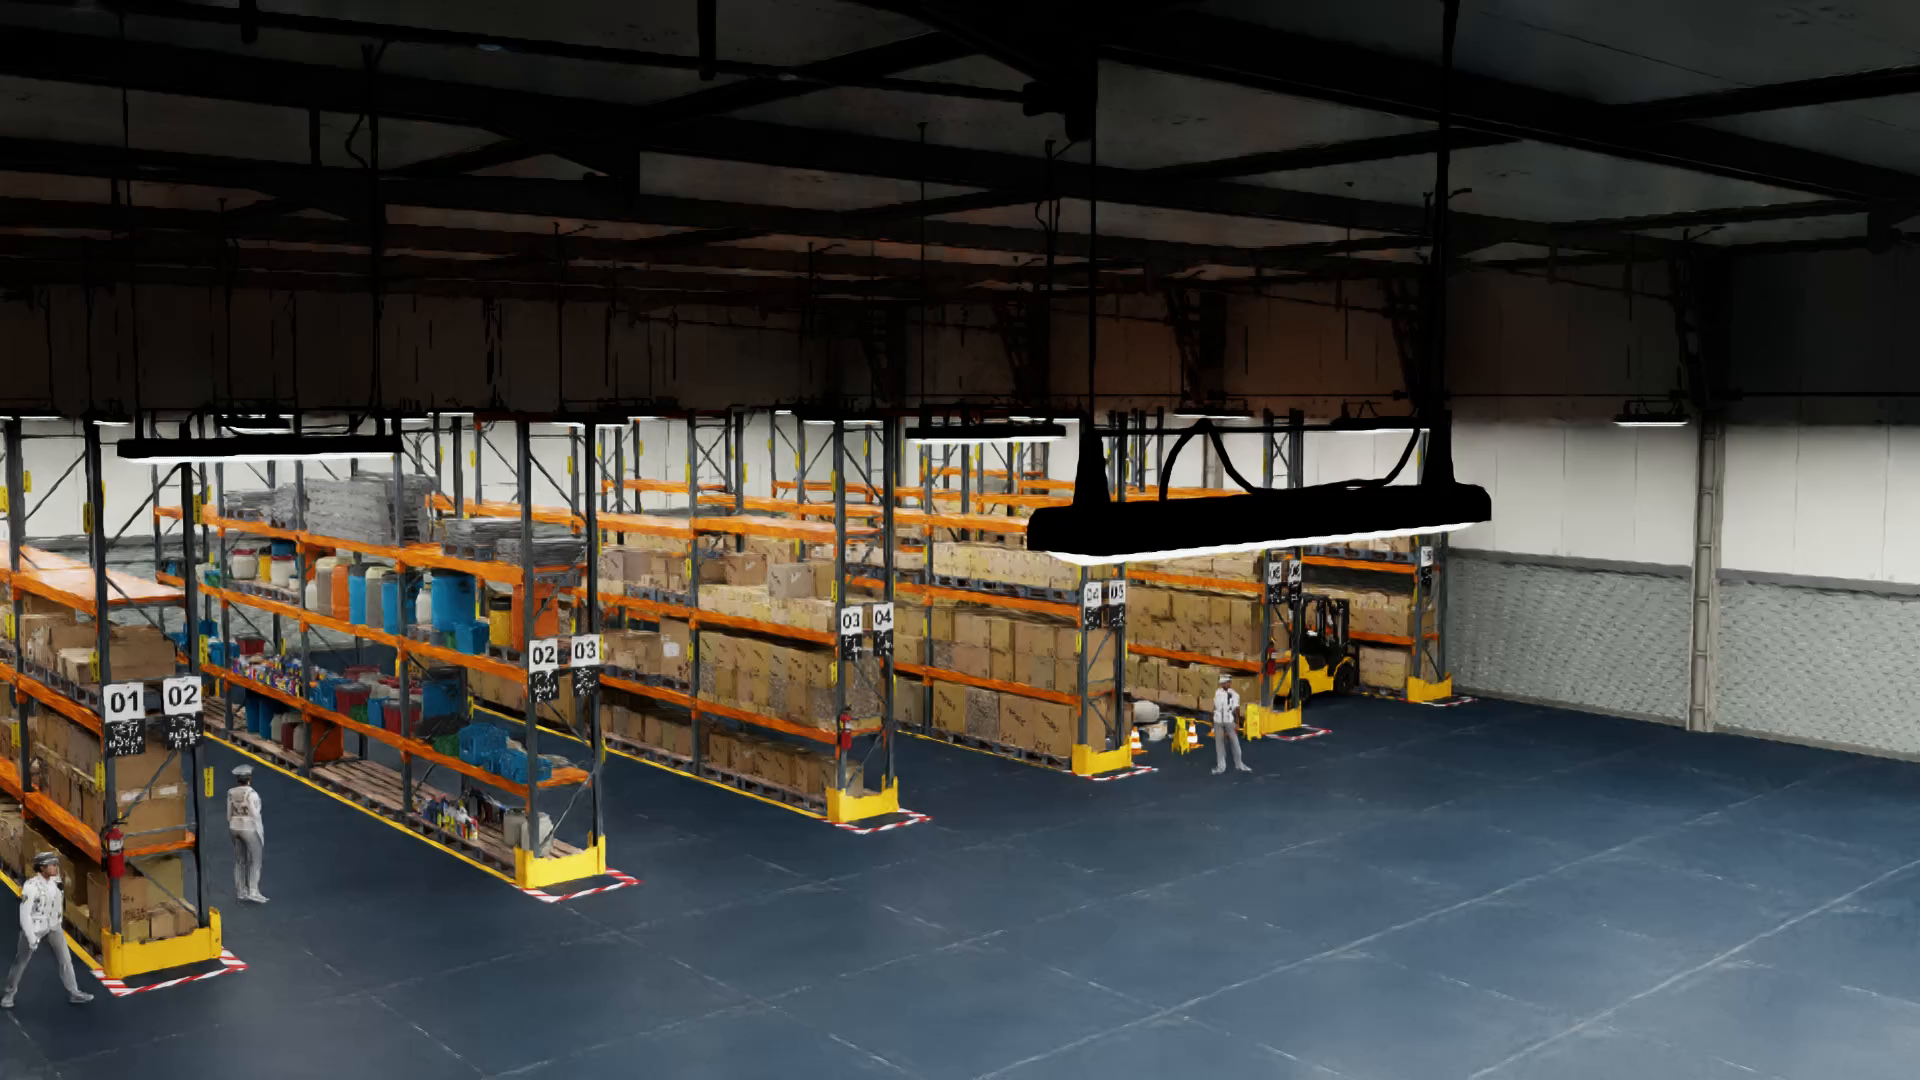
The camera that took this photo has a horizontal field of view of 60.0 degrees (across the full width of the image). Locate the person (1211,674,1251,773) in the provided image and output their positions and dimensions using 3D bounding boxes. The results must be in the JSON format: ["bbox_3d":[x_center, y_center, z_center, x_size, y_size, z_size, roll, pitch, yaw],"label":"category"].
[{"bbox_3d":[4.532,3.064,27.856,0.658,1.665,0.477,2,5,23],"label":"person"}]

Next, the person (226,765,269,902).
[{"bbox_3d":[-8.930,3.688,20.835,0.541,1.730,0.358,2,5,21],"label":"person"}]

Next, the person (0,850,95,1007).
[{"bbox_3d":[-9.479,4.004,17.173,0.922,1.626,0.551,2,5,22],"label":"person"}]
